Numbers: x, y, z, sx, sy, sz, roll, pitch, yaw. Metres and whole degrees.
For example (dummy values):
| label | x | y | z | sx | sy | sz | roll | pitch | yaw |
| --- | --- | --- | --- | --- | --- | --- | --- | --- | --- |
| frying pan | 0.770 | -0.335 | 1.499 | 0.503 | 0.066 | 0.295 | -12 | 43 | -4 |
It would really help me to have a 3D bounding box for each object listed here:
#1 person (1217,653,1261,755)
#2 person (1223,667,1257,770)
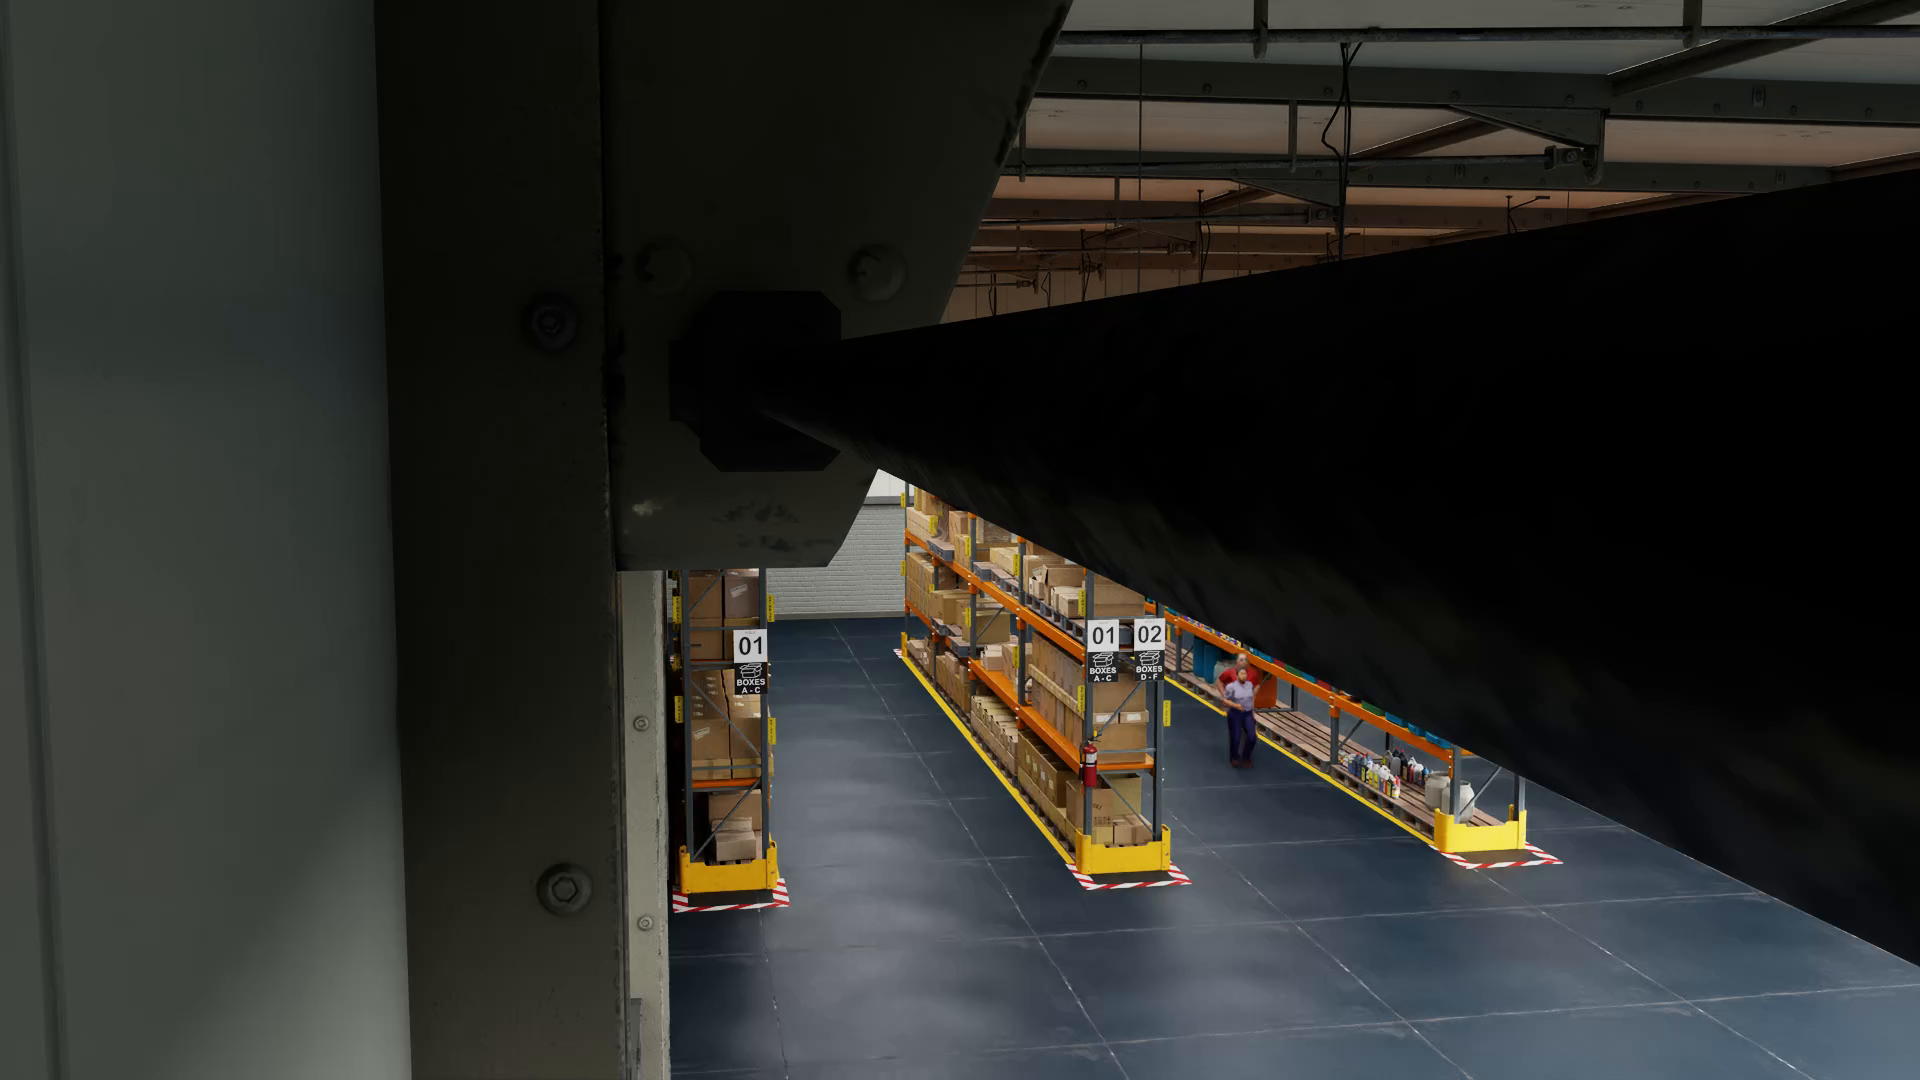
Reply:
| label | x | y | z | sx | sy | sz | roll | pitch | yaw |
| --- | --- | --- | --- | --- | --- | --- | --- | --- | --- |
| person | 4.565 | 2.693 | 26.923 | 0.646 | 1.719 | 0.677 | -1 | 6 | -14 |
| person | 4.425 | 2.814 | 26.188 | 0.592 | 1.653 | 0.670 | -1 | 6 | -10 |
